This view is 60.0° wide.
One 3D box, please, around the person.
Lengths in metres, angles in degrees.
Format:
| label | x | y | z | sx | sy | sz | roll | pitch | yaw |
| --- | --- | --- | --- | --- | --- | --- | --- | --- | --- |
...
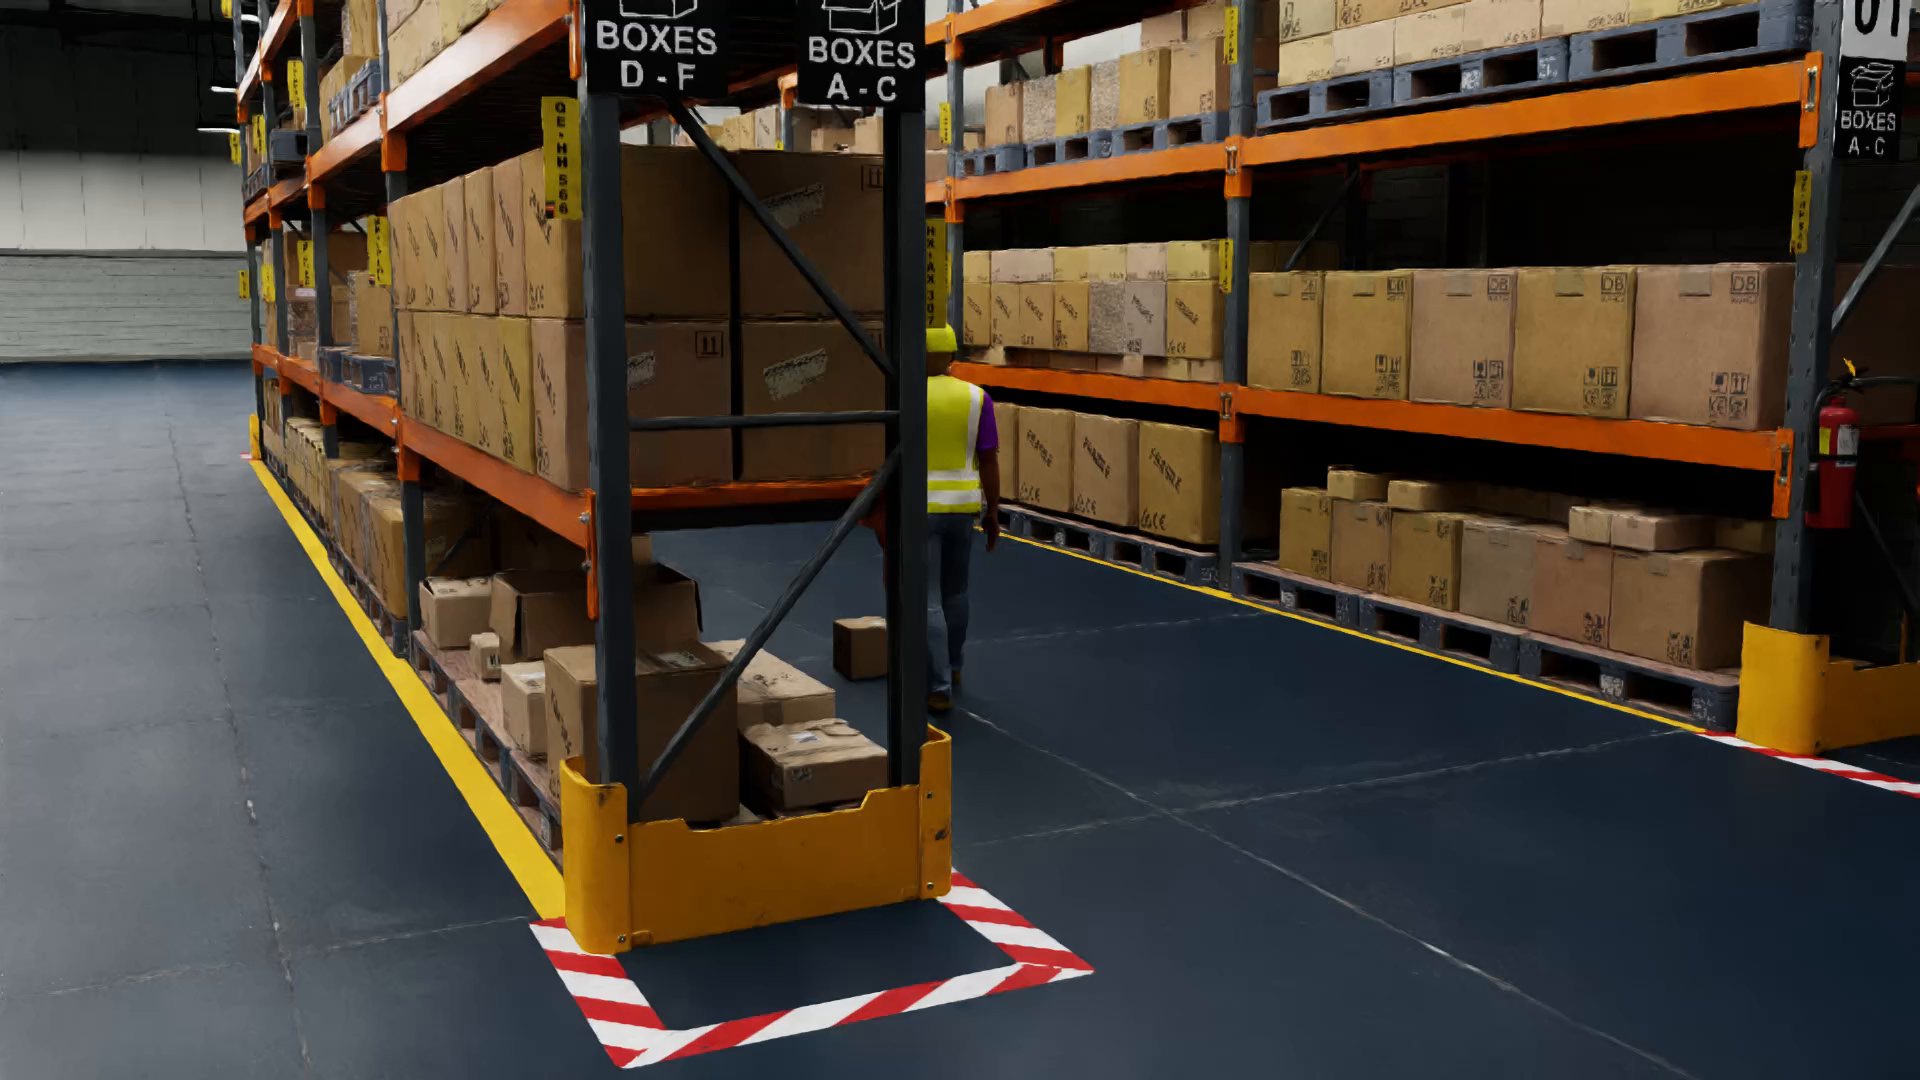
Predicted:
| label | x | y | z | sx | sy | sz | roll | pitch | yaw |
| --- | --- | --- | --- | --- | --- | --- | --- | --- | --- |
| person | -0.157 | -0.151 | 7.720 | 0.568 | 1.747 | 0.789 | -3 | 9 | -20 |
